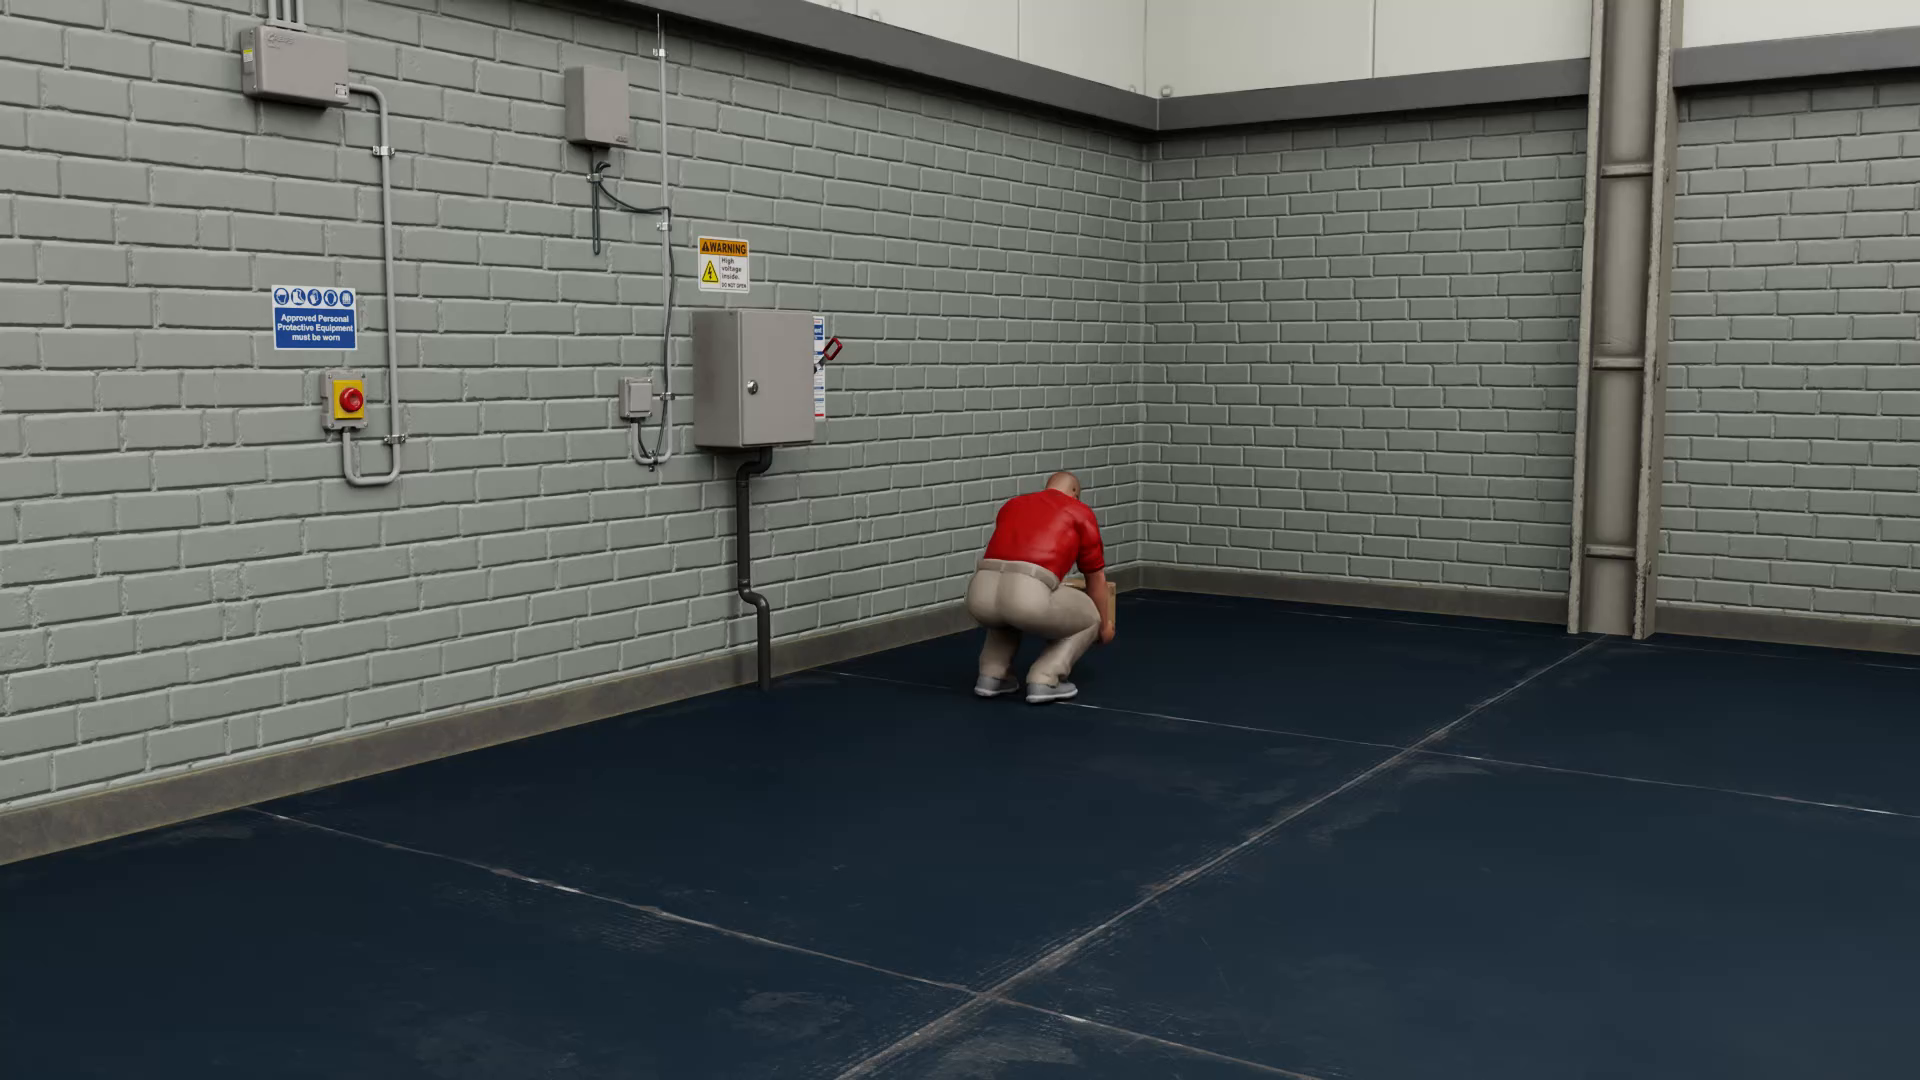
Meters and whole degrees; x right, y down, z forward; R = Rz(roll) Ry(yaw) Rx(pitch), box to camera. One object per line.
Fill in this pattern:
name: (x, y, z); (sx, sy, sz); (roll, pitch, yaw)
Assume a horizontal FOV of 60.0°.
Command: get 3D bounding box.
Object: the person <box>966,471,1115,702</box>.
person: (0.364, 0.201, 7.496); (0.533, 0.986, 0.891); (4, 7, 32)
